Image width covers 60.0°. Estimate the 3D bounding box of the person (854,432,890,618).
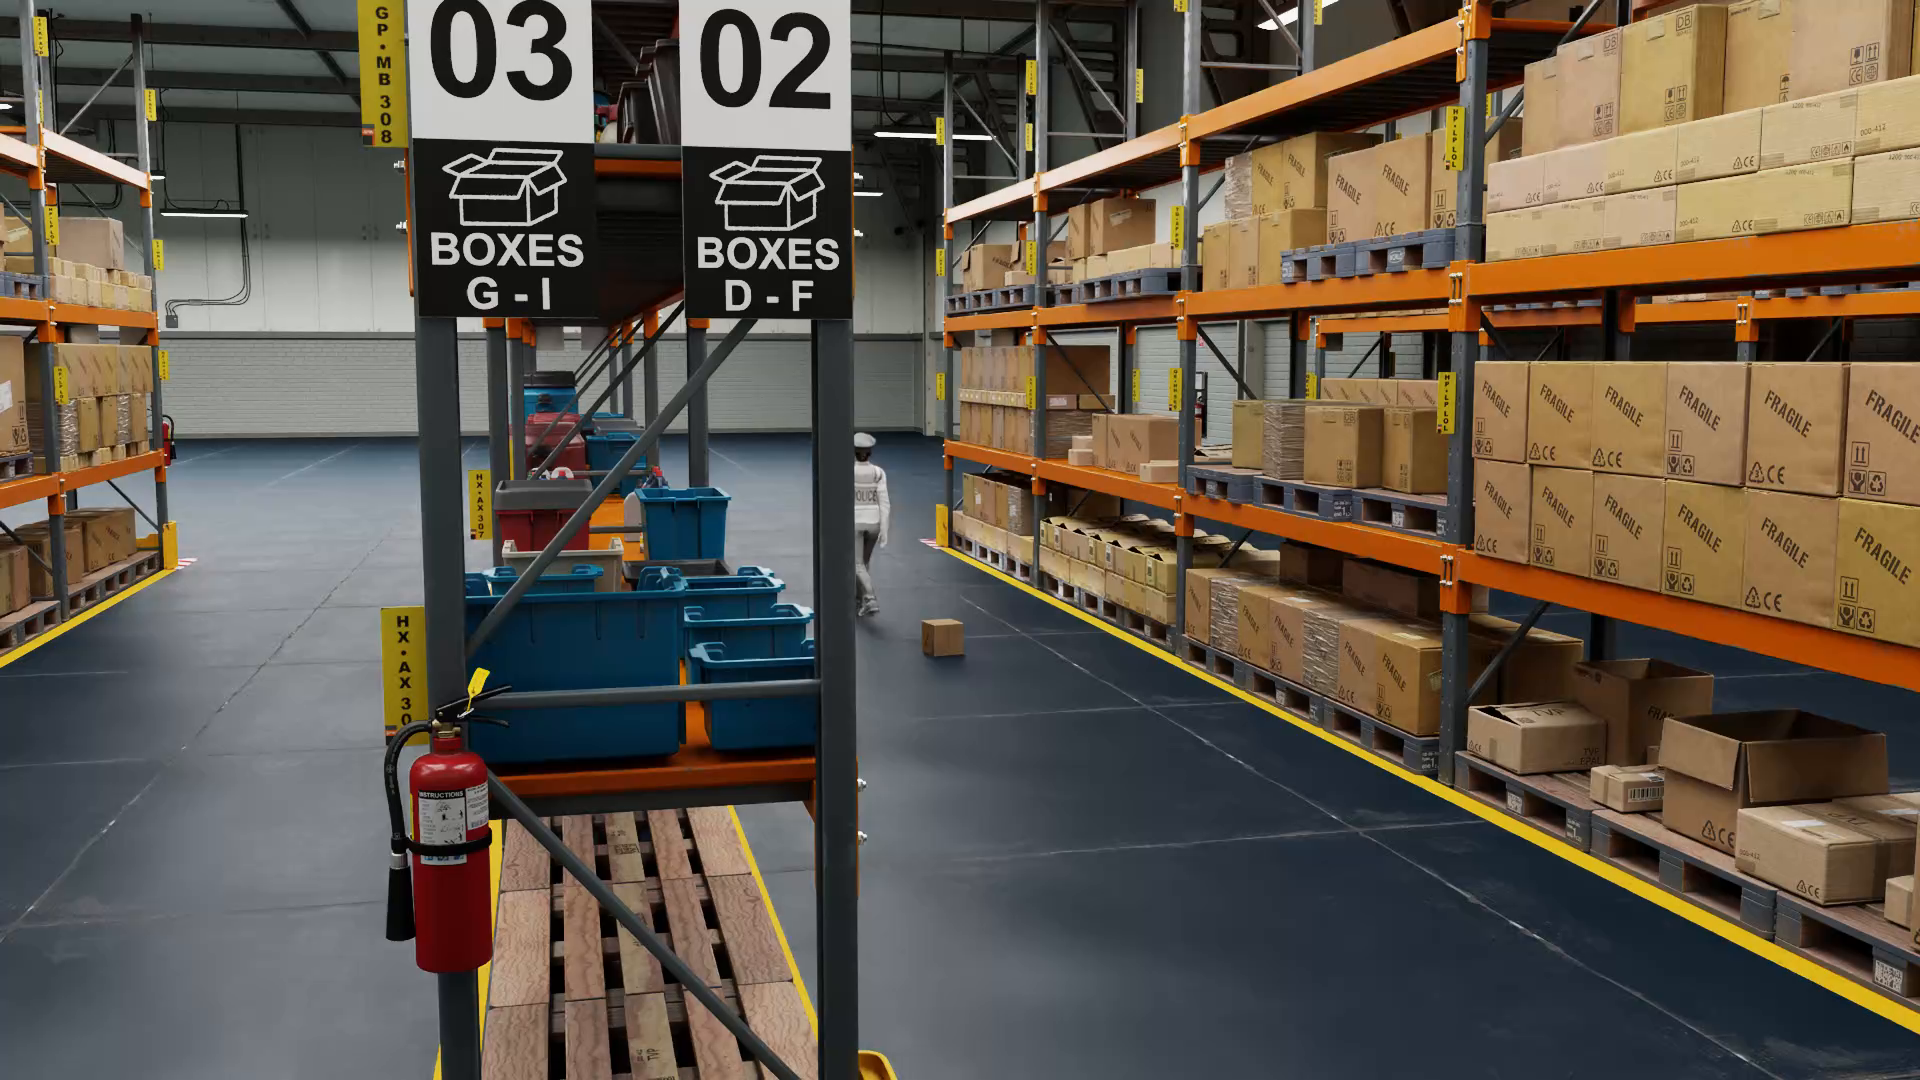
[{"bbox_3d":[-0.887,-0.132,14.711,0.483,1.636,1.016,-3,7,-26],"label":"person"}]
